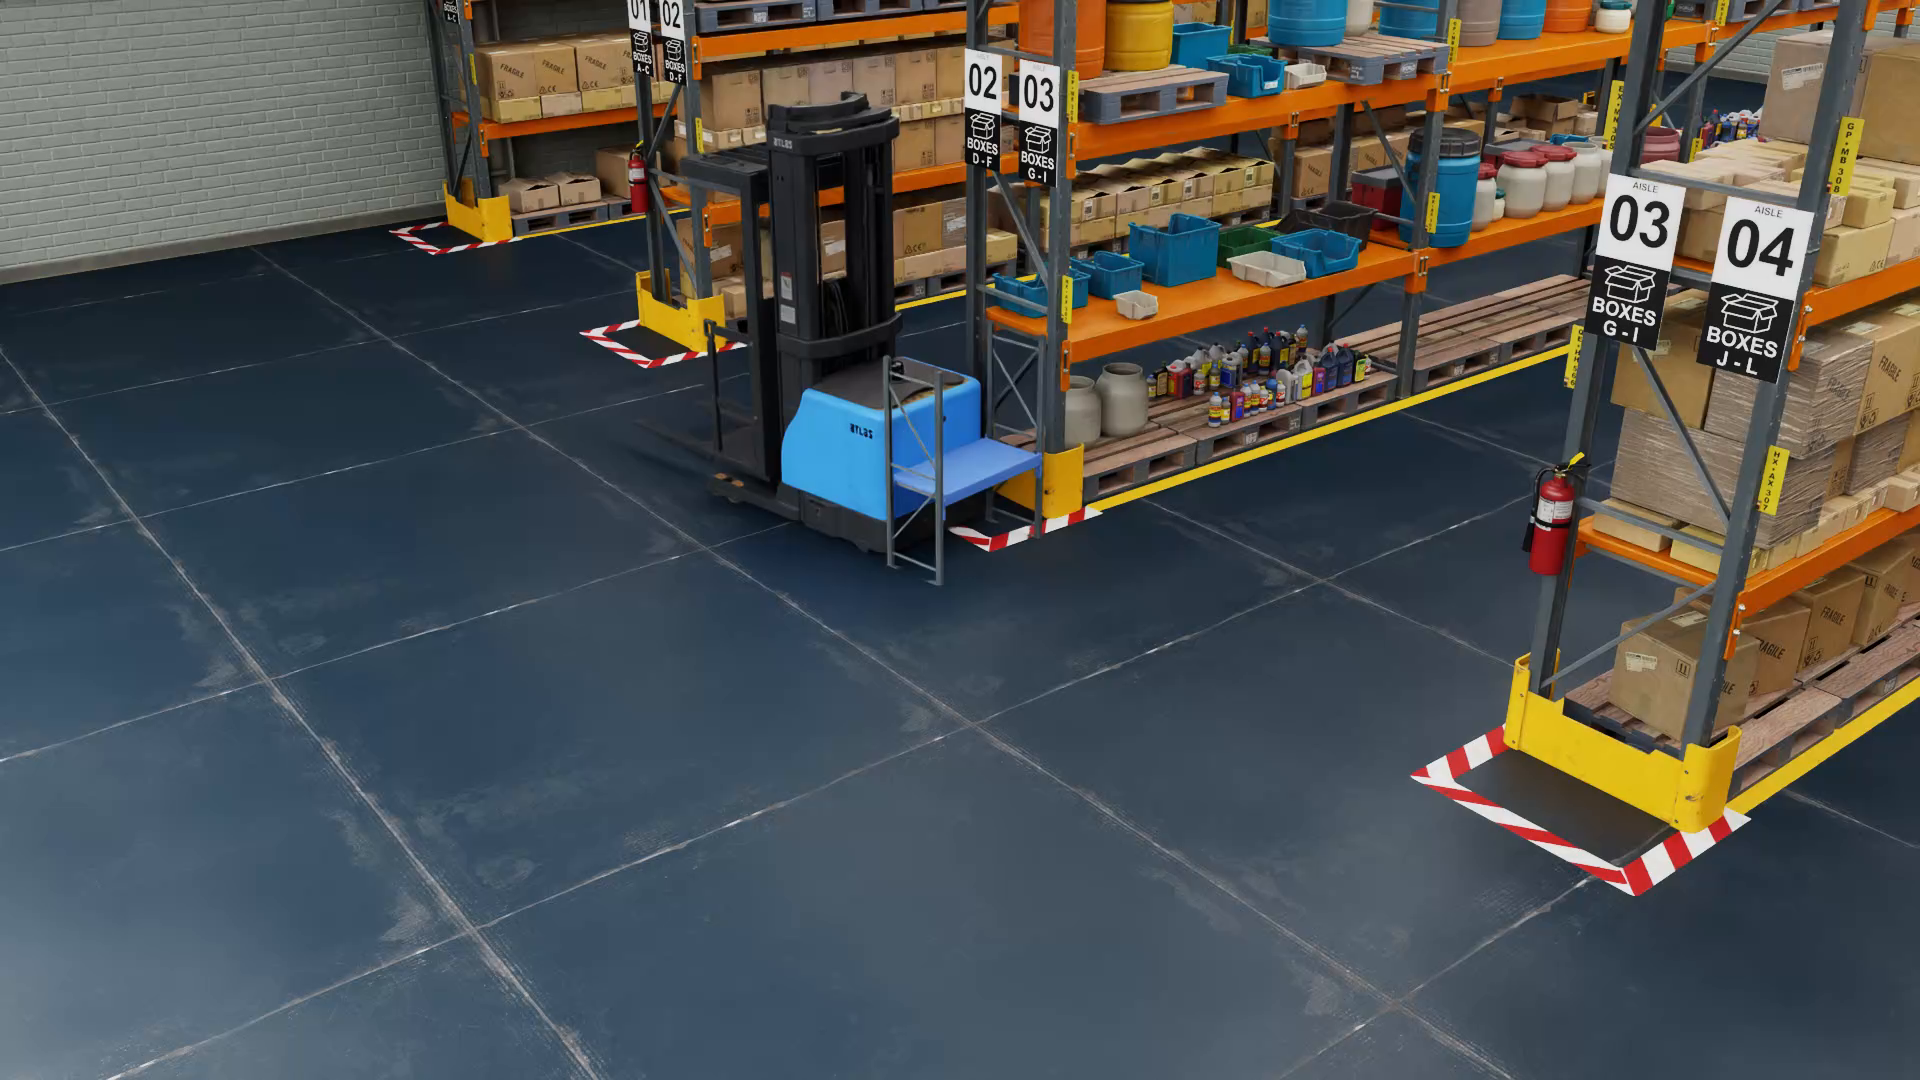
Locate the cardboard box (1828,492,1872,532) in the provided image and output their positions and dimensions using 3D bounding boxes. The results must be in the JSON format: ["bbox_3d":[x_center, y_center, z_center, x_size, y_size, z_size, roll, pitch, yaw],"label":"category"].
[{"bbox_3d":[4.625,-0.200,8.916,0.250,0.149,0.380,-18,31,-34],"label":"cardboard box"}]

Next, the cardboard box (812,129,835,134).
[{"bbox_3d":[-1.403,-3.987,15.889,0.250,0.149,0.380,-19,31,-36],"label":"cardboard box"}]

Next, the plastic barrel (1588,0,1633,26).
[{"bbox_3d":[5.913,-5.231,15.300,0.600,0.901,0.600,0,25,0],"label":"plastic barrel"}]

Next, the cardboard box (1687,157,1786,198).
[{"bbox_3d":[3.757,-1.743,8.085,0.250,0.149,0.380,-19,31,-36],"label":"cardboard box"}]

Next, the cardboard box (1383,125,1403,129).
[{"bbox_3d":[5.445,-5.217,21.874,0.500,0.500,0.500,-18,30,-33],"label":"cardboard box"}]

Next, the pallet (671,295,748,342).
[{"bbox_3d":[-2.080,-2.296,16.447,1.213,0.211,1.003,-18,31,-34],"label":"pallet"}]

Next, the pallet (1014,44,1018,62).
[{"bbox_3d":[0.085,-6.759,22.979,1.003,0.211,1.213,-18,31,-34],"label":"pallet"}]

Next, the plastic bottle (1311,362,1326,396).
[{"bbox_3d":[2.963,-1.344,13.788,0.133,0.283,0.061,-16,29,-31],"label":"plastic bottle"}]

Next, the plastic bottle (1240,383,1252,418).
[{"bbox_3d":[2.286,-1.125,13.330,0.097,0.271,0.097,0,25,0],"label":"plastic bottle"}]

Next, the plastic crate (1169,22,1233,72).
[{"bbox_3d":[1.712,-3.655,12.518,0.575,0.384,0.392,-18,31,-34],"label":"plastic crate"}]

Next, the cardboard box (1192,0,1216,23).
[{"bbox_3d":[3.520,-8.092,25.126,0.500,0.500,0.500,-19,31,-35],"label":"cardboard box"}]

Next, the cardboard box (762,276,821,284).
[{"bbox_3d":[-1.705,-2.488,16.316,0.500,0.250,0.500,-18,31,-34],"label":"cardboard box"}]

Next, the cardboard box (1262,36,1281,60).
[{"bbox_3d":[4.065,-5.863,20.203,0.700,0.500,0.500,15,29,29],"label":"cardboard box"}]

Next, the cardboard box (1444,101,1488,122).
[{"bbox_3d":[7.060,-5.773,23.073,0.500,0.500,0.500,-18,31,-34],"label":"cardboard box"}]

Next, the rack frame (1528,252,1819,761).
[{"bbox_3d":[3.454,-0.066,8.329,0.127,3.000,1.000,-18,31,-34],"label":"rack frame"}]

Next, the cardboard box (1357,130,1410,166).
[{"bbox_3d":[5.388,-4.920,21.234,0.500,0.500,0.500,-19,31,-36],"label":"cardboard box"}]

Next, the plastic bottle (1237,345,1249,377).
[{"bbox_3d":[2.413,-1.536,14.214,0.097,0.271,0.097,0,25,0],"label":"plastic bottle"}]

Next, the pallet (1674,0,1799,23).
[{"bbox_3d":[7.355,-5.226,16.108,1.213,0.211,1.003,-18,31,-34],"label":"pallet"}]

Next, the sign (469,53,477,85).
[{"bbox_3d":[-5.381,-5.201,18.366,0.005,0.325,0.100,-18,31,-34],"label":"sign"}]

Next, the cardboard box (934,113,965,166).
[{"bbox_3d":[-0.265,-4.176,17.067,0.500,0.500,0.700,-19,31,-35],"label":"cardboard box"}]

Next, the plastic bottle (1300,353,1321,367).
[{"bbox_3d":[2.954,-1.440,14.002,0.135,0.276,0.152,-18,31,-34],"label":"plastic bottle"}]

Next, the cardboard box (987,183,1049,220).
[{"bbox_3d":[0.634,-3.785,18.444,0.500,0.311,0.500,-18,31,-34],"label":"cardboard box"}]

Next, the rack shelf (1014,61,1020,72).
[{"bbox_3d":[-0.994,-6.221,22.445,4.000,0.370,1.077,-18,31,-34],"label":"rack shelf"}]

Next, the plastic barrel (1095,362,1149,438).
[{"bbox_3d":[1.263,-1.095,13.003,0.421,0.512,0.421,0,25,0],"label":"plastic barrel"}]

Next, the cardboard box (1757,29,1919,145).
[{"bbox_3d":[4.517,-2.320,8.556,0.500,0.500,0.500,-18,31,-34],"label":"cardboard box"}]

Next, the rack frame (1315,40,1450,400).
[{"bbox_3d":[3.545,-2.746,14.103,0.127,3.000,1.000,-18,31,-34],"label":"rack frame"}]

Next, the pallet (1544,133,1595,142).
[{"bbox_3d":[8.289,-5.697,23.776,1.213,0.211,1.003,-18,31,-34],"label":"pallet"}]

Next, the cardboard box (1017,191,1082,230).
[{"bbox_3d":[0.971,-3.610,18.066,0.500,0.311,0.500,-18,30,-34],"label":"cardboard box"}]

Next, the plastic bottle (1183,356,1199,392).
[{"bbox_3d":[1.897,-1.385,13.885,0.135,0.276,0.152,-19,31,-35],"label":"plastic bottle"}]

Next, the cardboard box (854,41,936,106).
[{"bbox_3d":[-0.645,-4.642,16.530,0.500,0.500,0.700,-18,31,-34],"label":"cardboard box"}]

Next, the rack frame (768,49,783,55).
[{"bbox_3d":[-2.568,-6.028,21.174,0.127,3.000,1.000,-18,31,-34],"label":"rack frame"}]

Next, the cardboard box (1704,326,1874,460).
[{"bbox_3d":[4.055,-0.752,8.148,0.500,0.500,0.500,-18,31,-34],"label":"cardboard box"}]

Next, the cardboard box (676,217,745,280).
[{"bbox_3d":[-2.418,-2.870,16.247,0.500,0.500,0.500,-18,31,-34],"label":"cardboard box"}]

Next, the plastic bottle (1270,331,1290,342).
[{"bbox_3d":[2.787,-1.679,14.518,0.135,0.276,0.152,-17,30,-32],"label":"plastic bottle"}]

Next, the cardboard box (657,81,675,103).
[{"bbox_3d":[-3.537,-5.483,20.155,0.500,0.250,0.500,-18,31,-34],"label":"cardboard box"}]

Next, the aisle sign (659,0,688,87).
[{"bbox_3d":[-2.519,-4.409,14.599,0.004,0.787,0.394,-18,31,-34],"label":"aisle sign"}]

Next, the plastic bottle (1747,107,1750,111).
[{"bbox_3d":[8.590,-4.586,18.207,0.133,0.283,0.061,-18,31,-34],"label":"plastic bottle"}]

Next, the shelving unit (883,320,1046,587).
[{"bbox_3d":[0.040,-0.599,11.259,0.538,1.500,1.048,21,32,38],"label":"shelving unit"}]

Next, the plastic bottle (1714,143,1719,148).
[{"bbox_3d":[7.520,-3.807,16.529,0.133,0.283,0.061,-18,31,-34],"label":"plastic bottle"}]

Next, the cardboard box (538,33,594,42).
[{"bbox_3d":[-4.669,-5.726,19.788,0.500,0.500,0.500,-19,31,-35],"label":"cardboard box"}]

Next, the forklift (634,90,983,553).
[{"bbox_3d":[-1.263,-1.748,12.035,3.031,2.935,1.130,21,32,38],"label":"forklift"}]

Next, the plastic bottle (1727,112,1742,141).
[{"bbox_3d":[8.330,-4.473,17.971,0.135,0.276,0.152,-18,31,-34],"label":"plastic bottle"}]

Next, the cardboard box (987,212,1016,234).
[{"bbox_3d":[0.639,-3.535,18.570,0.500,0.250,0.500,-19,31,-35],"label":"cardboard box"}]

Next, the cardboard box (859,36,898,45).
[{"bbox_3d":[-1.203,-6.718,22.020,0.500,0.500,0.700,-14,28,-27],"label":"cardboard box"}]

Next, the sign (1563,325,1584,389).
[{"bbox_3d":[3.127,-0.923,8.426,0.005,0.325,0.100,-18,31,-34],"label":"sign"}]

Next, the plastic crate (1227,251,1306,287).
[{"bbox_3d":[2.424,-2.120,13.069,0.437,0.136,0.530,-18,31,-34],"label":"plastic crate"}]

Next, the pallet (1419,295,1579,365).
[{"bbox_3d":[5.100,-2.016,15.844,1.213,0.211,1.003,-18,31,-34],"label":"pallet"}]

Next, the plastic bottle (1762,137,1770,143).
[{"bbox_3d":[8.250,-4.053,17.072,0.097,0.271,0.097,0,25,0],"label":"plastic bottle"}]

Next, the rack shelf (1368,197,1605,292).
[{"bbox_3d":[5.119,-2.939,15.374,4.000,0.370,1.077,-18,31,-34],"label":"rack shelf"}]

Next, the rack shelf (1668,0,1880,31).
[{"bbox_3d":[5.028,-2.979,8.337,4.000,0.370,1.077,-18,31,-34],"label":"rack shelf"}]

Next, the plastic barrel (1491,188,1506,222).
[{"bbox_3d":[4.681,-2.976,14.763,0.301,0.262,0.301,0,25,0],"label":"plastic barrel"}]

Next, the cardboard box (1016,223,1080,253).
[{"bbox_3d":[0.962,-3.353,18.180,0.500,0.250,0.500,-19,31,-35],"label":"cardboard box"}]

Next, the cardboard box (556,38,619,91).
[{"bbox_3d":[-4.349,-5.551,19.412,0.500,0.500,0.500,-19,31,-36],"label":"cardboard box"}]

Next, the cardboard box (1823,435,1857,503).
[{"bbox_3d":[4.223,-0.549,8.899,0.500,0.500,0.875,-18,31,-34],"label":"cardboard box"}]

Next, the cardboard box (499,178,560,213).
[{"bbox_3d":[-5.116,-4.118,19.732,0.500,0.311,0.500,-23,33,-40],"label":"cardboard box"}]

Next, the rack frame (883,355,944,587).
[{"bbox_3d":[-0.303,-0.441,10.919,0.500,1.500,0.032,21,32,38],"label":"rack frame"}]

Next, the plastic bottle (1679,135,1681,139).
[{"bbox_3d":[7.491,-4.177,17.422,0.097,0.201,0.097,0,25,0],"label":"plastic bottle"}]

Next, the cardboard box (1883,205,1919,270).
[{"bbox_3d":[4.395,-1.534,8.107,0.500,0.250,0.500,-19,31,-35],"label":"cardboard box"}]
